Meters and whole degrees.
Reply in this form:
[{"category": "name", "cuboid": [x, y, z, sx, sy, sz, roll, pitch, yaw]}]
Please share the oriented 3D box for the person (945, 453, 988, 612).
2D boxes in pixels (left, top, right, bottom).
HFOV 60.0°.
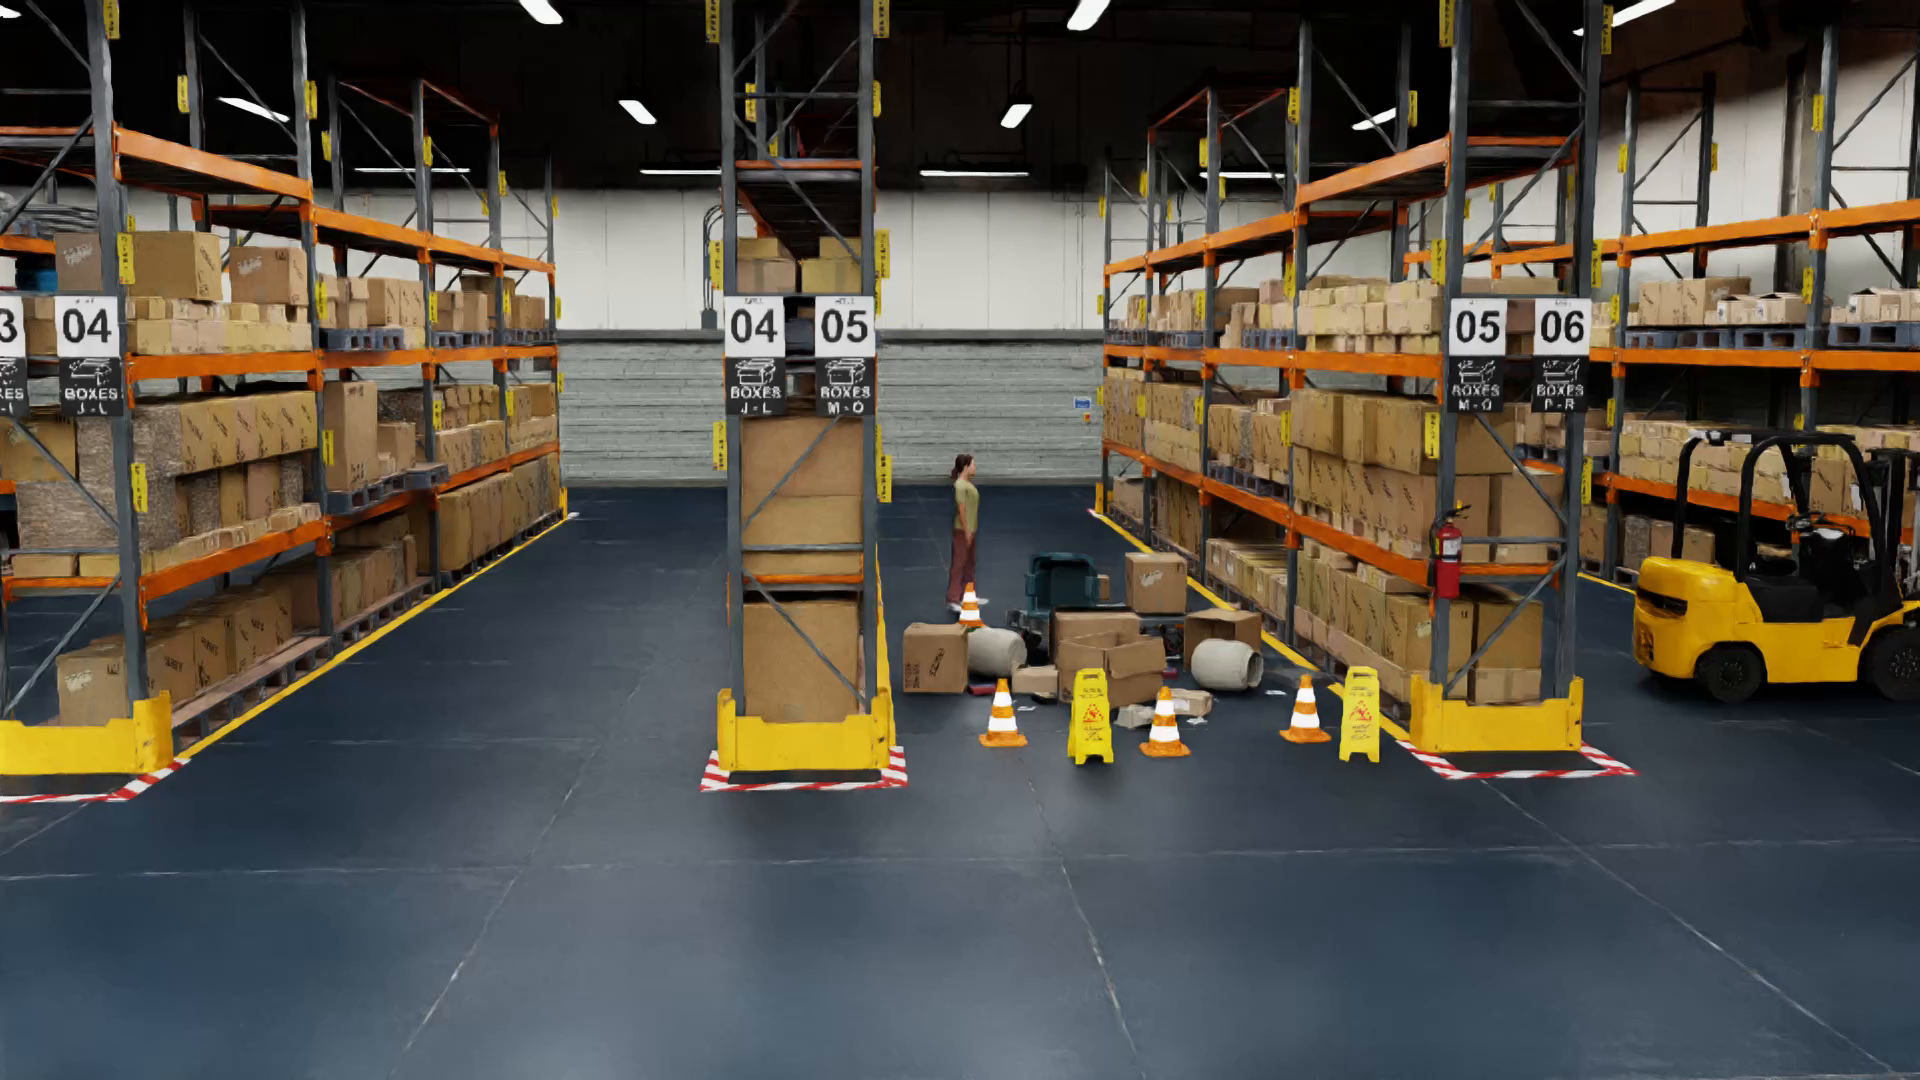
[{"category": "person", "cuboid": [0.062, -0.092, 17.815, 0.412, 1.669, 0.594, 1, 7, 9]}]
